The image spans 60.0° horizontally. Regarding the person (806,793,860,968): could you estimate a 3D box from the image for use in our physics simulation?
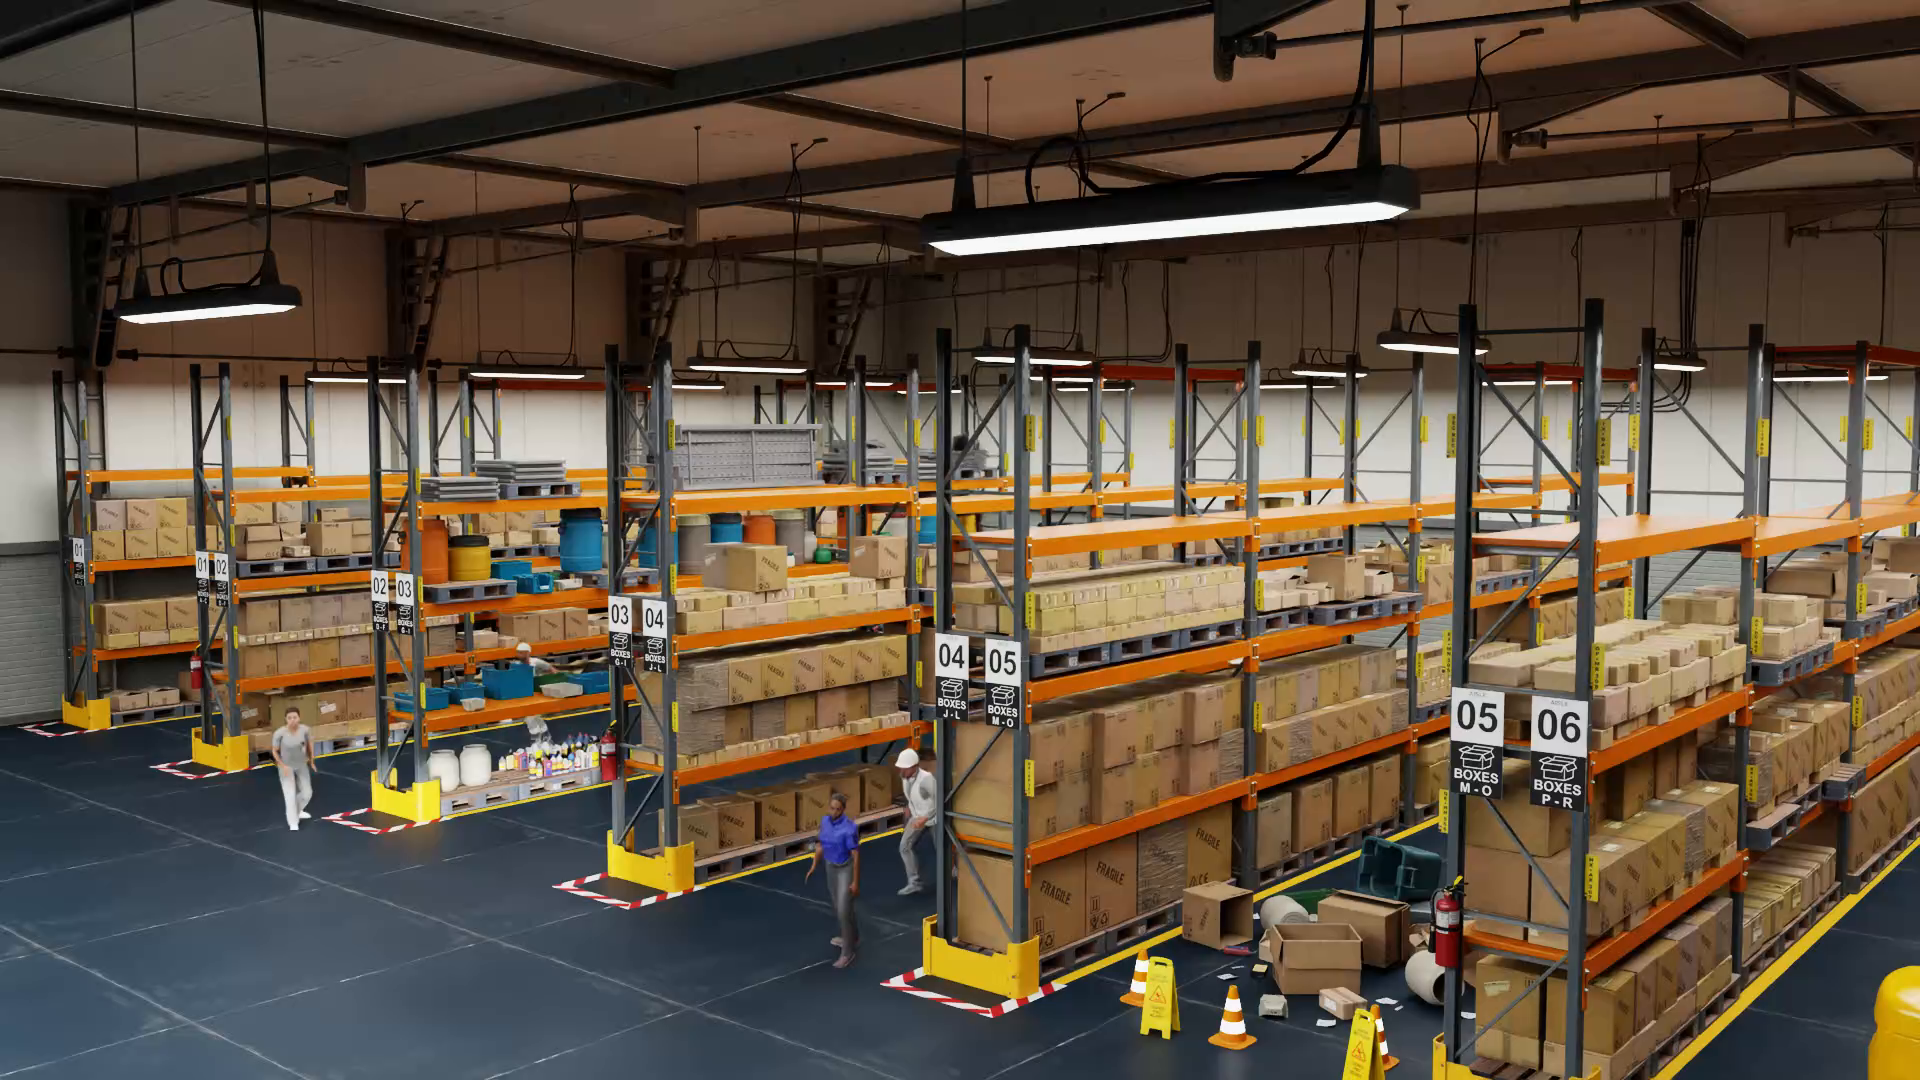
[{"bbox_3d":[-1.141,3.213,16.008,0.601,1.656,0.606,-4,6,-44],"label":"person"}]

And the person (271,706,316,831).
[{"bbox_3d":[-8.410,2.855,20.934,0.559,1.595,0.698,-3,5,-39],"label":"person"}]

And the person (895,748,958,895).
[{"bbox_3d":[-0.296,3.029,18.201,1.108,1.618,0.667,-4,6,-43],"label":"person"}]

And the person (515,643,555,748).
[{"bbox_3d":[-6.633,2.434,25.802,0.629,1.723,0.946,2,5,25],"label":"person"}]

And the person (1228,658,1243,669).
[{"bbox_3d":[4.106,2.515,24.845,0.646,1.707,0.797,-2,5,-27],"label":"person"}]
